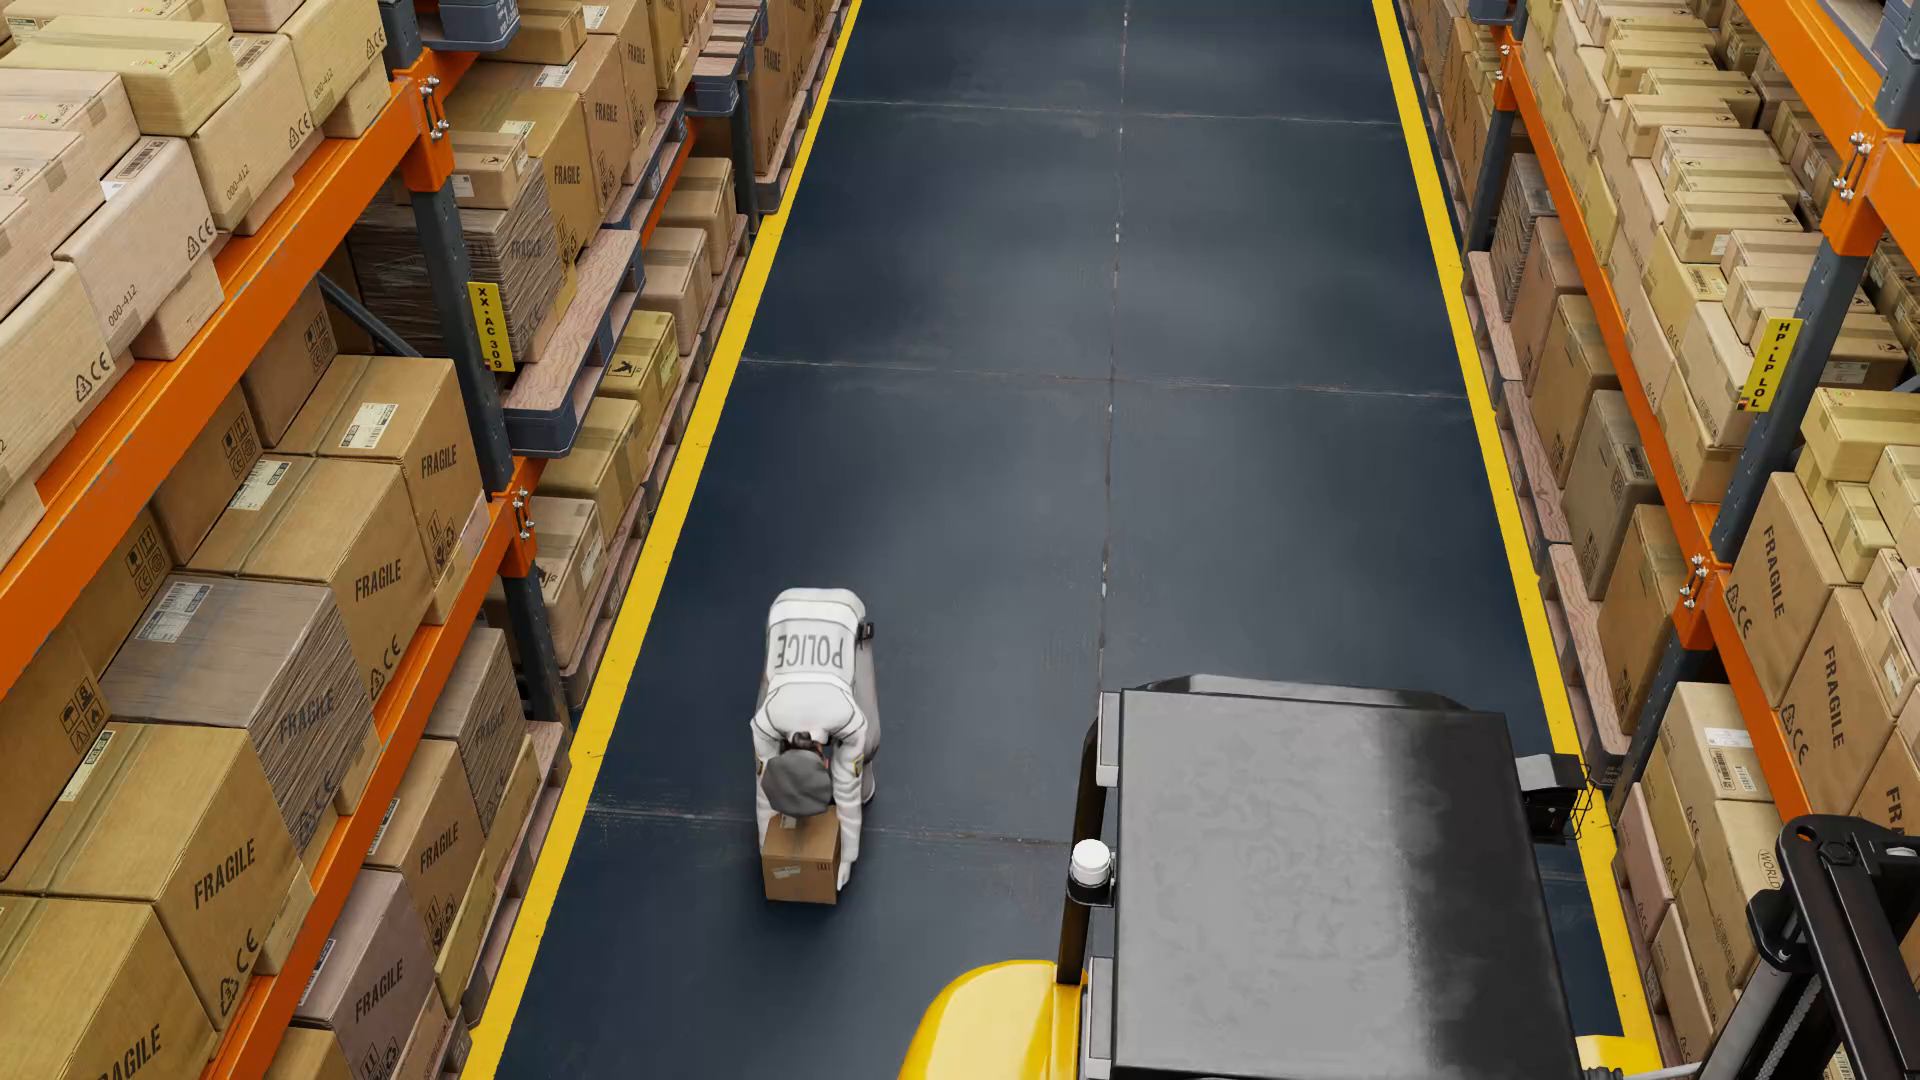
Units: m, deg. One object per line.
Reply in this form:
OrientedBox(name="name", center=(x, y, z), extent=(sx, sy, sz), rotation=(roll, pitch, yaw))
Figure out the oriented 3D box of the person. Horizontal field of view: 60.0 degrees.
OrientedBox(name="person", center=(-0.514, 0.701, 5.980), extent=(0.462, 0.842, 0.889), rotation=(2, 40, 2))
